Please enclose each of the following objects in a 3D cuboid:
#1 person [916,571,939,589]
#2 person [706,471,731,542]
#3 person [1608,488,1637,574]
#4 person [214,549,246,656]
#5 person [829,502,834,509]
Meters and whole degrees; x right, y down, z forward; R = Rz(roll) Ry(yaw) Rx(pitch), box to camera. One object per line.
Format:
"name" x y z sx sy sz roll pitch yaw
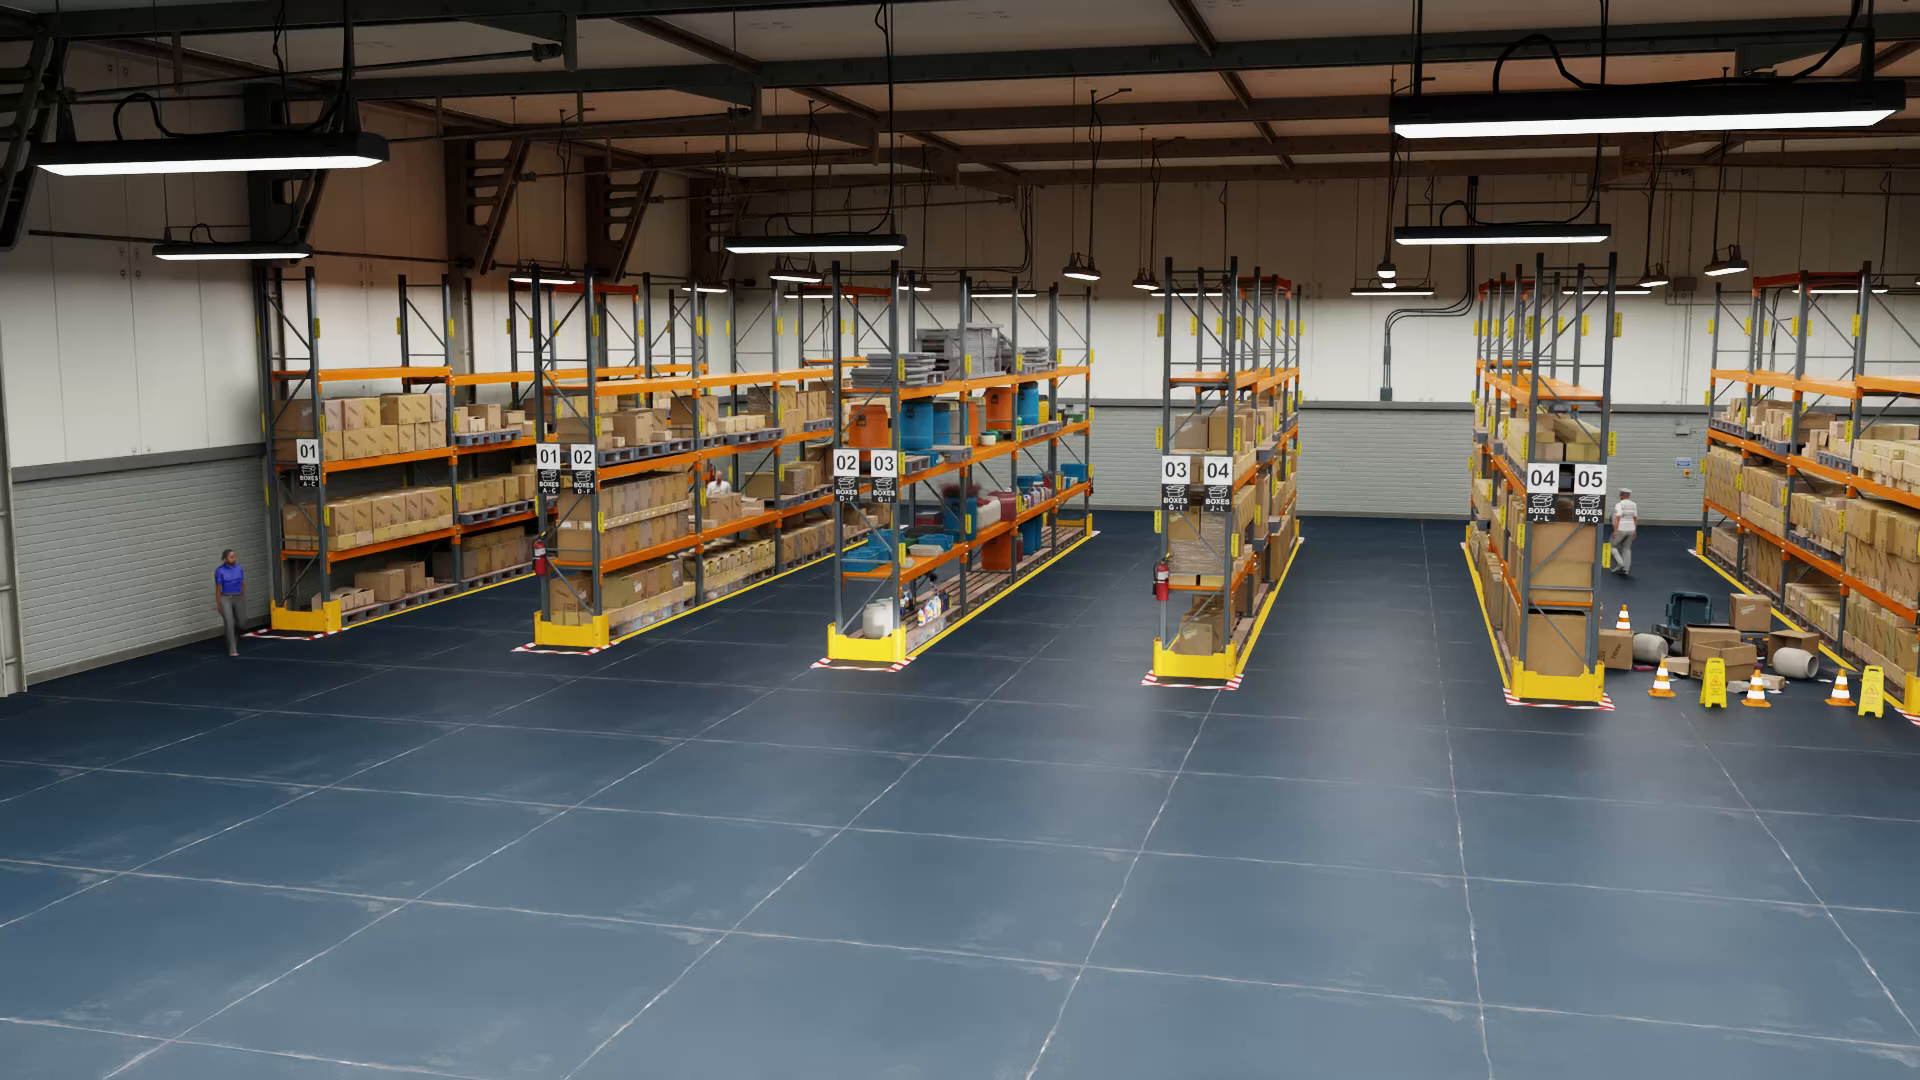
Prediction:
"person" -0.682 0.227 31.255 0.407 1.501 0.909 7 10 44
"person" -5.595 -0.741 38.440 0.602 1.716 1.171 1 7 11
"person" 13.578 -0.180 33.980 0.588 1.763 0.481 -2 8 -19
"person" -11.249 0.934 25.598 0.429 1.634 0.696 -6 9 -37
"person" -3.301 -1.507 44.617 0.537 1.683 0.878 -5 9 -36
